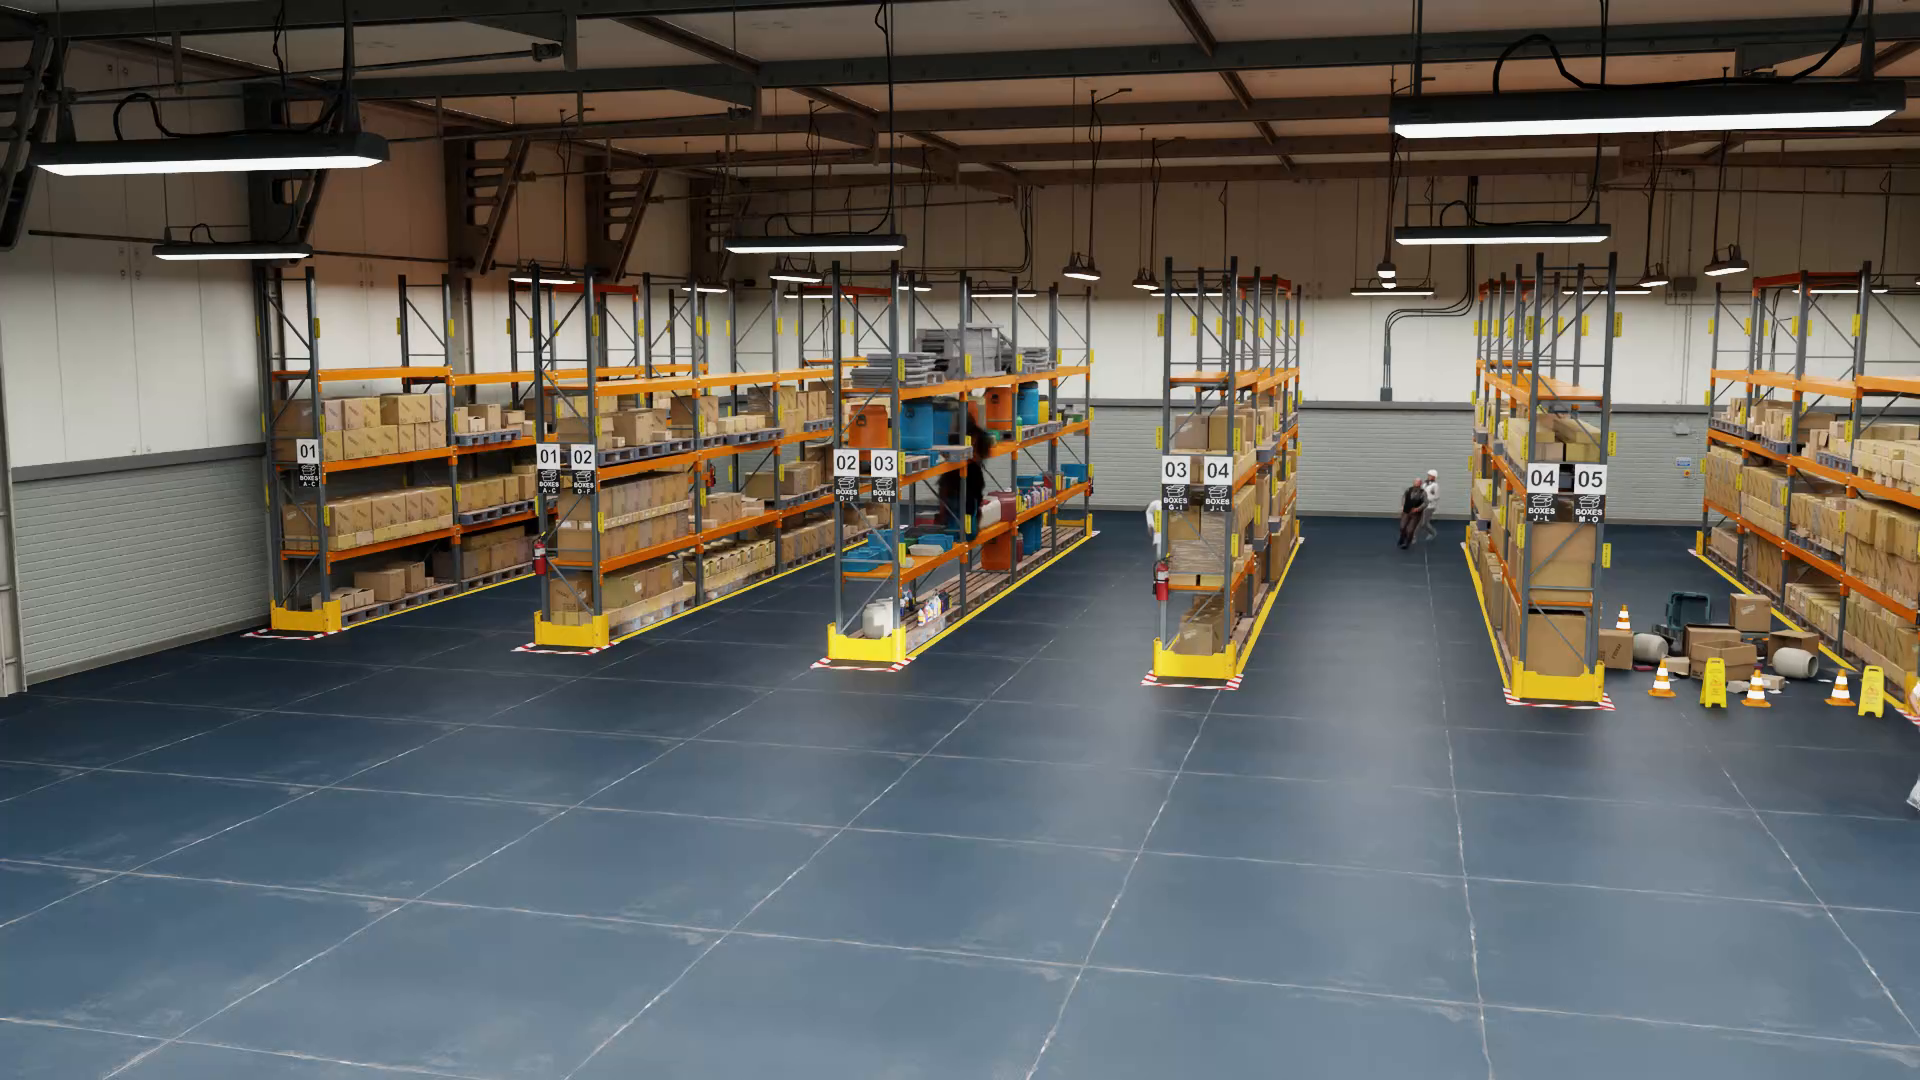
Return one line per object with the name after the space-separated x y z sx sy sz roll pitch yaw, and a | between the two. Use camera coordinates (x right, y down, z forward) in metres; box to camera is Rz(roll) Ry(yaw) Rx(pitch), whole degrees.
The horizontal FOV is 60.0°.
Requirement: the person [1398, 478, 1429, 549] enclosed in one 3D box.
10.232 -0.589 37.614 0.716 1.655 0.540 4 9 32 | person

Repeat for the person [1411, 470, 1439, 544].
10.837 -0.760 38.619 0.839 1.756 0.688 -4 8 -26 | person

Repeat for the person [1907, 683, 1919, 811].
10.047 2.018 16.867 0.625 1.862 0.769 -4 8 -27 | person

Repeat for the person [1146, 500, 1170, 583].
3.820 -0.064 30.978 0.675 1.847 0.756 0 7 2 | person
